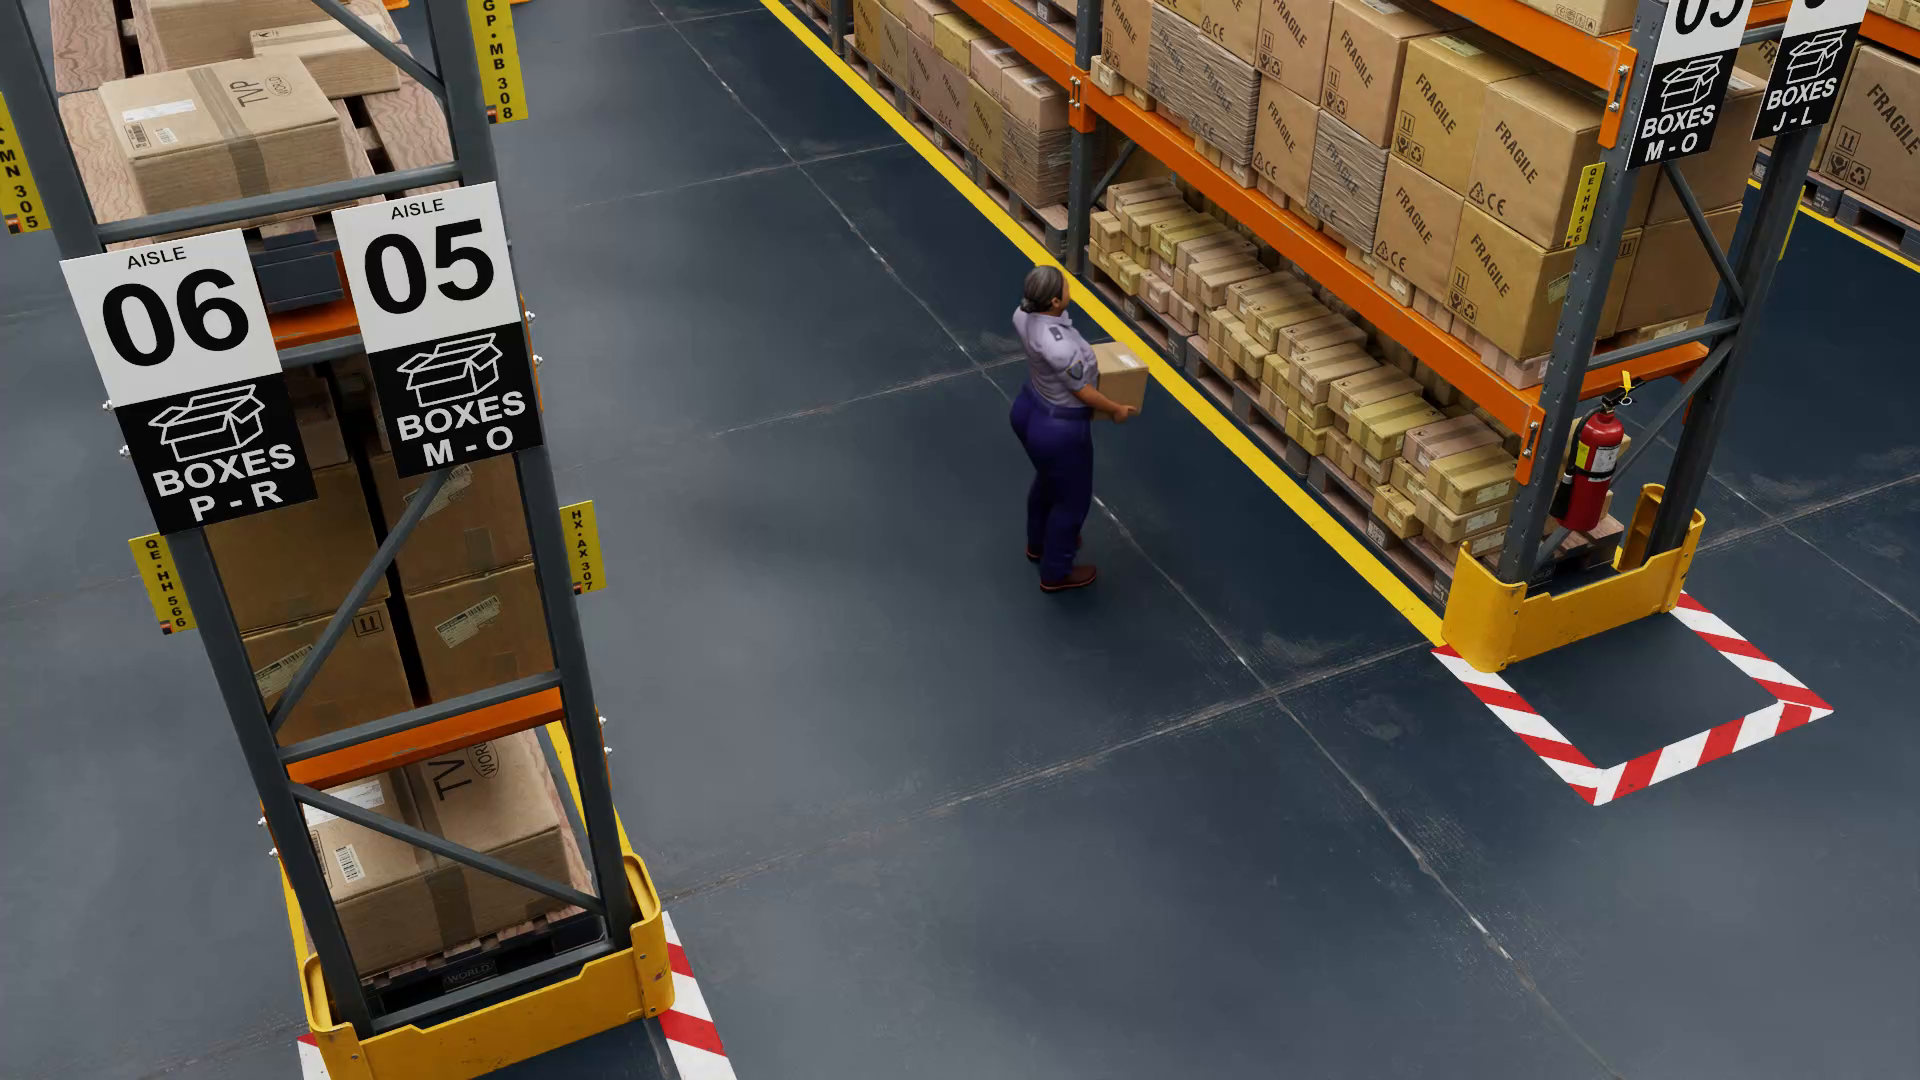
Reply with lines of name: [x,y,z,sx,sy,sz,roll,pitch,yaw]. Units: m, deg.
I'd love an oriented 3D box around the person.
person: [0.501,-0.534,7.583,0.525,1.623,0.452,-15,40,-19]
